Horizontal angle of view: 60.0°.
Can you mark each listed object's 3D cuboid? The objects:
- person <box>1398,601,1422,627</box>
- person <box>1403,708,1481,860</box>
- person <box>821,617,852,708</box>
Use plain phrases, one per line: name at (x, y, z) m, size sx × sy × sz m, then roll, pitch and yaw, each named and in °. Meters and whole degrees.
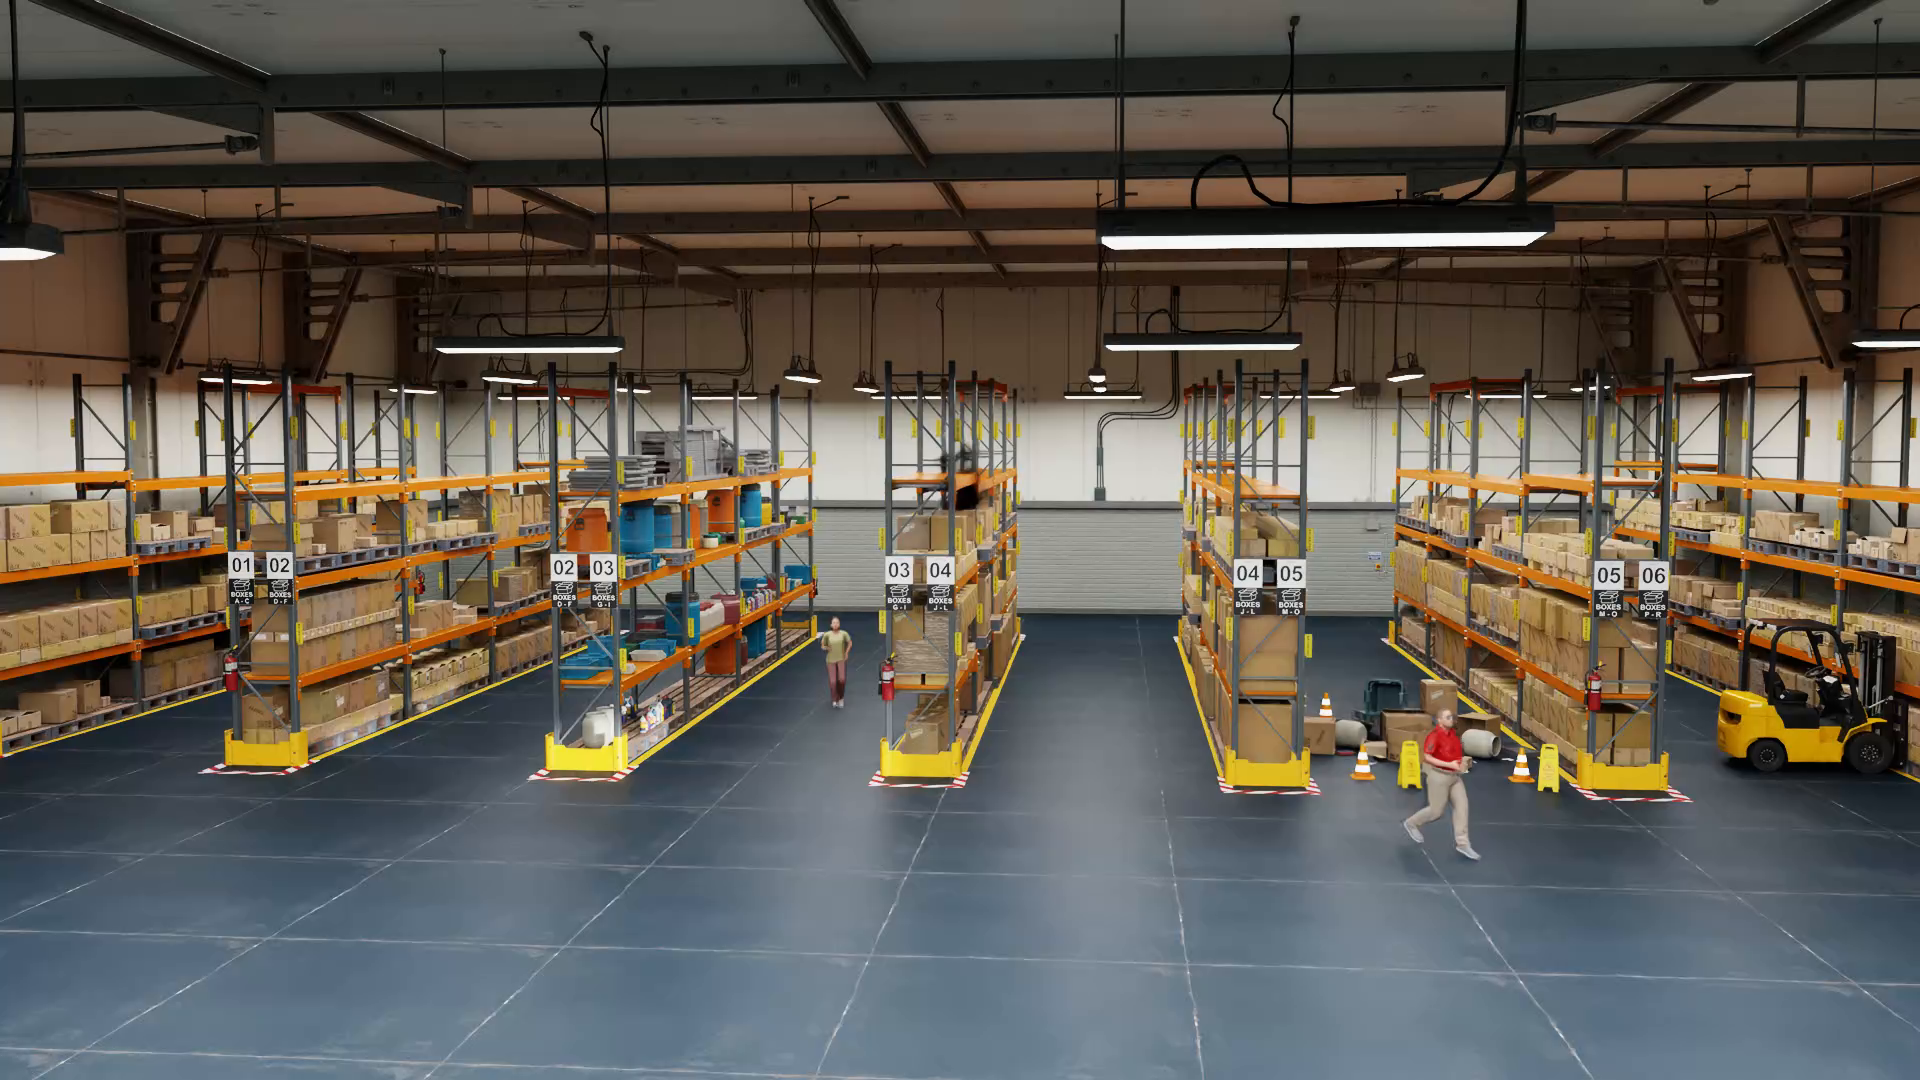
person at (10.987, 1.512, 40.417) m, size 0.760 × 1.748 × 0.808 m, roll 2°, pitch 4°, yaw 25°
person at (5.723, 2.851, 19.679) m, size 0.674 × 1.740 × 0.981 m, roll -3°, pitch 5°, yaw -38°
person at (-2.220, 2.207, 29.903) m, size 0.562 × 1.656 × 0.595 m, roll 0°, pitch 4°, yaw -5°
